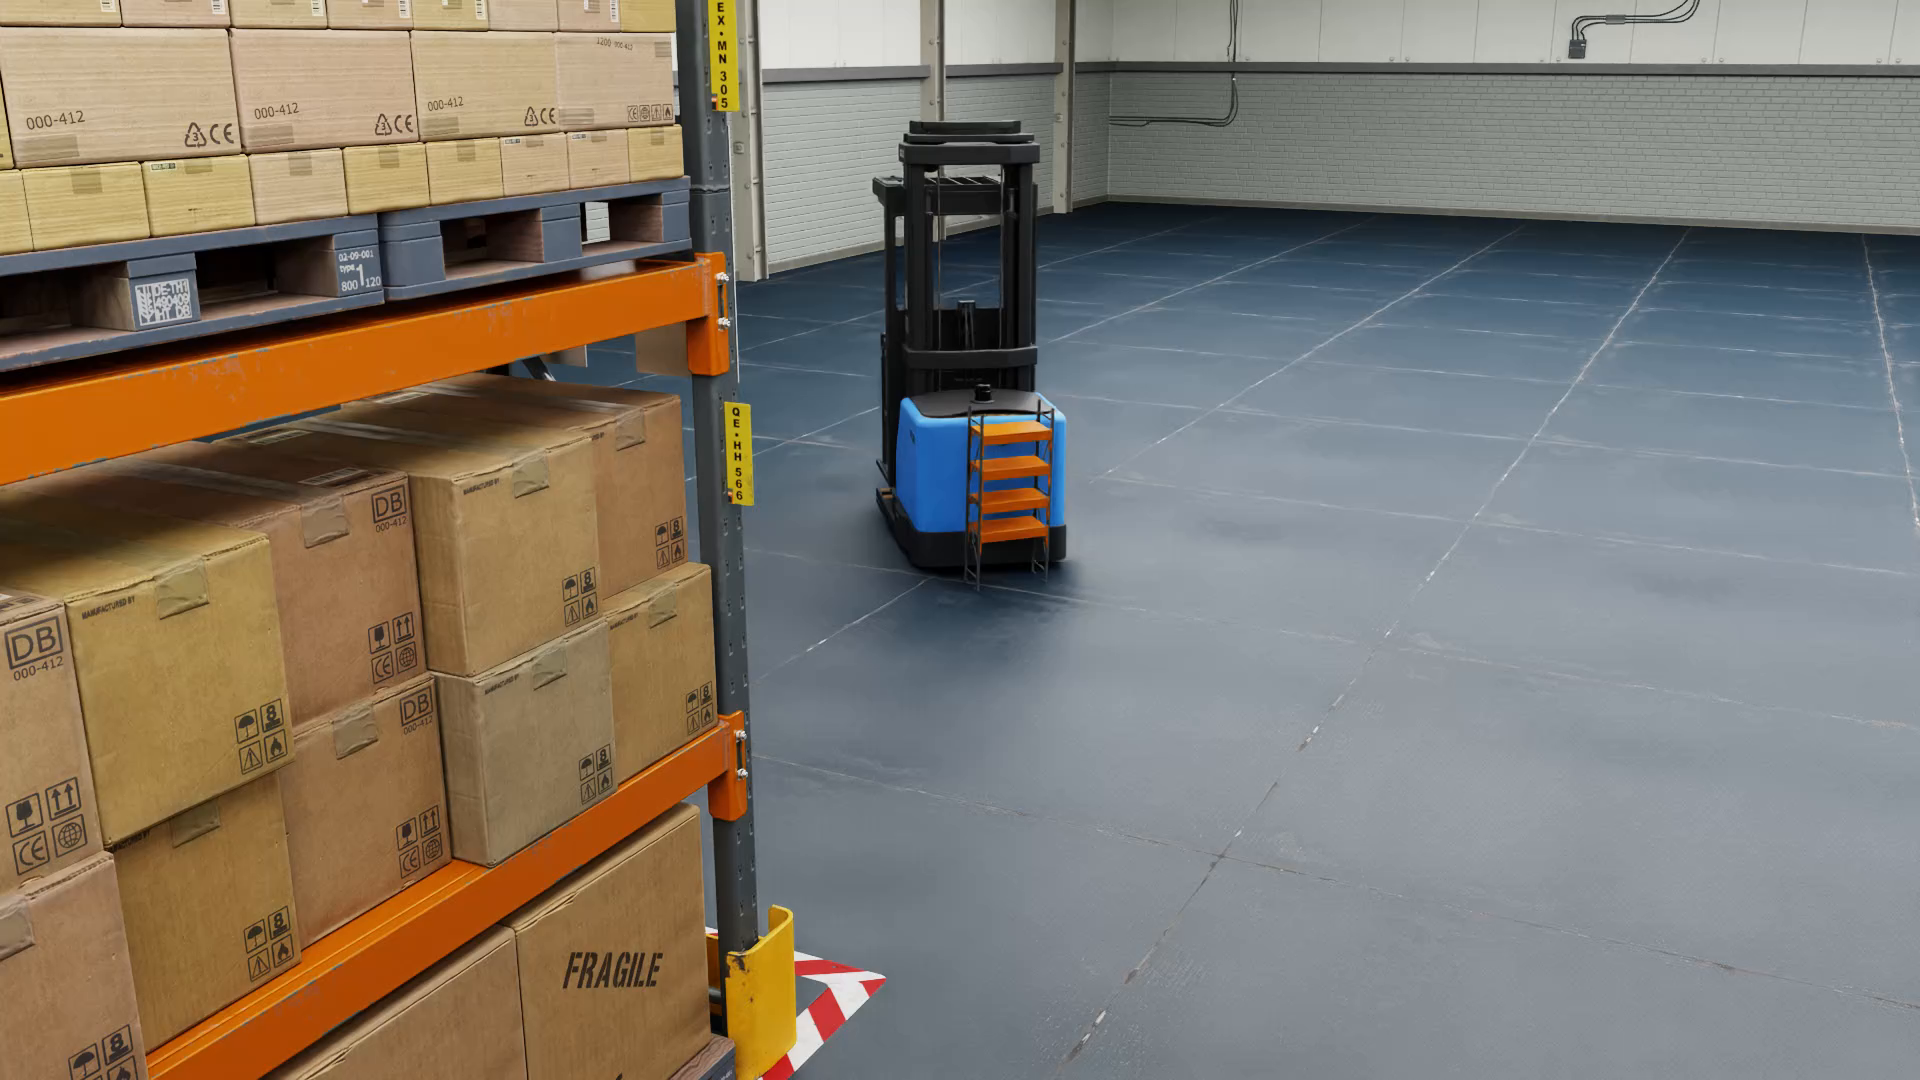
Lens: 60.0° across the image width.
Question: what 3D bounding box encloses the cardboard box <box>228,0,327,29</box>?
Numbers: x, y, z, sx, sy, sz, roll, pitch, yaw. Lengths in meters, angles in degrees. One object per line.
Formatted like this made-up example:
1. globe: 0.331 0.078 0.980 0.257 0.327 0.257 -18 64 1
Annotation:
1. cardboard box: -1.589 -1.169 3.551 0.380 0.149 0.250 8 18 25

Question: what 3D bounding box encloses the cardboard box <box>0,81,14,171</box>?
1. cardboard box: -2.043 -0.758 2.868 0.500 0.250 0.500 8 18 25

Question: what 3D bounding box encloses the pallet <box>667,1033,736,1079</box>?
1. pallet: -1.461 1.878 5.332 1.003 0.211 1.213 8 18 25

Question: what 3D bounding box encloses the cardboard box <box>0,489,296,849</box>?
1. cardboard box: -2.030 0.256 3.734 0.875 0.550 0.500 8 18 25

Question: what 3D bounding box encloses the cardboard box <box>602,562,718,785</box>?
1. cardboard box: -1.299 0.356 5.295 0.875 0.550 0.550 8 18 25

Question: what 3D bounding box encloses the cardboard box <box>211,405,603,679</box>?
1. cardboard box: -1.538 -0.021 4.666 0.875 0.550 0.550 8 18 25

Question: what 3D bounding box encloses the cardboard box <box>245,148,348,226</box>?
1. cardboard box: -1.588 -0.788 3.669 0.380 0.149 0.250 8 18 26

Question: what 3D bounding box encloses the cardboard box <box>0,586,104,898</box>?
1. cardboard box: -2.260 0.392 3.276 0.875 0.550 0.550 8 18 25

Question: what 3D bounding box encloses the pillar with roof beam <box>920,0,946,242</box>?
1. pillar with roof beam: 3.368 -9.286 27.484 9.100 9.000 0.400 8 18 25

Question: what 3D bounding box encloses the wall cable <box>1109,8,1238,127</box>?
1. wall cable: 4.697 -10.456 36.875 3.097 2.526 0.112 8 18 25

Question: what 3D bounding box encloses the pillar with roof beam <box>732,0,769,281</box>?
1. pillar with roof beam: 0.687 -7.758 22.338 9.100 9.000 0.400 8 18 25

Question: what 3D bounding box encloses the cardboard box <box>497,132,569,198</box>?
1. cardboard box: -1.247 -0.982 4.322 0.380 0.149 0.250 8 18 26

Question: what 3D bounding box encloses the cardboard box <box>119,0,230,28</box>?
1. cardboard box: -1.703 -1.104 3.333 0.380 0.149 0.250 8 18 26

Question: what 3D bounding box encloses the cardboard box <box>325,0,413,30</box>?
1. cardboard box: -1.475 -1.234 3.772 0.380 0.149 0.250 8 18 26

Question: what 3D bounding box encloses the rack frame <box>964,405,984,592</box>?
1. rack frame: 0.089 -0.266 10.789 0.015 1.200 0.240 -6 21 -20

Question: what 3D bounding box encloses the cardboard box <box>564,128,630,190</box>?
1. cardboard box: -1.133 -1.048 4.543 0.380 0.149 0.250 8 18 26

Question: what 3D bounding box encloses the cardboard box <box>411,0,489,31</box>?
1. cardboard box: -1.363 -1.298 3.985 0.380 0.149 0.250 8 19 26

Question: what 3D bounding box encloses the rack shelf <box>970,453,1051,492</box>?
1. rack shelf: 0.320 -0.439 10.820 0.480 0.148 0.258 -6 21 -20

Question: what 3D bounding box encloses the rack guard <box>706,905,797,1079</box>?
1. rack guard: -1.163 1.519 6.031 1.175 0.500 0.348 8 18 25

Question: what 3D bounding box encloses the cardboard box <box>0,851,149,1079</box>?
1. cardboard box: -2.235 0.913 3.418 0.875 0.550 0.550 8 18 25

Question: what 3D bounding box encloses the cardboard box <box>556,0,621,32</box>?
1. cardboard box: -1.134 -1.429 4.428 0.380 0.149 0.250 8 18 26

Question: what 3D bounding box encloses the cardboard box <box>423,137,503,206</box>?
1. cardboard box: -1.360 -0.918 4.106 0.380 0.149 0.250 8 18 26

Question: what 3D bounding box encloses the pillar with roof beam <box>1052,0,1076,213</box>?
1. pillar with roof beam: 6.049 -10.814 32.629 9.100 9.000 0.400 8 18 25

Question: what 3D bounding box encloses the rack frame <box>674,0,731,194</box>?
1. rack frame: -1.174 -2.549 4.800 1.000 3.000 0.127 8 18 25

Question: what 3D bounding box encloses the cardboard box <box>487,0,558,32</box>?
1. cardboard box: -1.248 -1.364 4.208 0.380 0.149 0.250 8 19 26

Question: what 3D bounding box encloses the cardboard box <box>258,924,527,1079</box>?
1. cardboard box: -1.809 1.550 4.532 0.875 0.875 0.875 8 18 25

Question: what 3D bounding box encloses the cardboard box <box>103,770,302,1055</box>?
1. cardboard box: -2.088 0.765 3.916 0.875 0.550 0.500 8 18 25

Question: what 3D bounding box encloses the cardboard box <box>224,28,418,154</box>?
1. cardboard box: -1.592 -1.015 3.734 0.500 0.250 0.500 8 18 25

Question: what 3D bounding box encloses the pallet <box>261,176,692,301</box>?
1. pallet: -1.496 -0.878 4.599 1.003 0.211 1.213 8 18 25

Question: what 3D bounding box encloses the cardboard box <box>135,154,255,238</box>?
1. cardboard box: -1.701 -0.723 3.451 0.380 0.149 0.250 8 18 26

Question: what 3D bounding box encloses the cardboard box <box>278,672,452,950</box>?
1. cardboard box: -1.888 0.625 4.388 0.875 0.550 0.550 8 18 25

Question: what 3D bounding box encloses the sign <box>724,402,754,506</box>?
1. sign: -0.695 -0.269 5.211 0.100 0.325 0.005 8 18 25

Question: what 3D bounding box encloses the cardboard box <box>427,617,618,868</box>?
1. cardboard box: -1.526 0.498 4.814 0.875 0.550 0.550 8 18 25

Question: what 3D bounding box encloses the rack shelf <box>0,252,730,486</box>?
1. rack shelf: -2.068 -0.256 3.615 1.077 0.370 4.000 8 18 25

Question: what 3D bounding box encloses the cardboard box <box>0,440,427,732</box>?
1. cardboard box: -1.910 0.104 4.244 0.875 0.550 0.550 8 18 25

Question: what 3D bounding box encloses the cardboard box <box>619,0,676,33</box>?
1. cardboard box: -1.021 -1.493 4.641 0.380 0.149 0.250 8 18 26

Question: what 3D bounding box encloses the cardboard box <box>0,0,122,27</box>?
1. cardboard box: -1.815 -1.040 3.116 0.380 0.149 0.250 8 18 25

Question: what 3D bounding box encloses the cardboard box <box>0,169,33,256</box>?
1. cardboard box: -1.927 -0.595 3.018 0.380 0.149 0.250 8 18 25

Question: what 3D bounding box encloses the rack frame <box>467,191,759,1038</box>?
1. rack frame: -1.174 0.327 5.654 1.000 3.000 0.127 8 18 25

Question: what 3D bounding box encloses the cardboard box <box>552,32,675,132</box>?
1. cardboard box: -1.143 -1.270 4.593 0.500 0.250 0.500 8 18 26

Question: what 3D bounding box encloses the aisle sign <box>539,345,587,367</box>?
1. aisle sign: -1.411 -0.975 5.474 0.394 0.787 0.004 8 18 25

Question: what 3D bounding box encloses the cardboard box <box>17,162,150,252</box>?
1. cardboard box: -1.815 -0.658 3.230 0.380 0.149 0.250 8 18 26

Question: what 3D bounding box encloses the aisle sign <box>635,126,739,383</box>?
1. aisle sign: -0.874 -0.899 5.217 0.394 0.787 0.004 8 18 25

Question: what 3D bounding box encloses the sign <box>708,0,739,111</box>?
1. sign: -0.695 -1.425 4.868 0.100 0.325 0.005 8 18 25

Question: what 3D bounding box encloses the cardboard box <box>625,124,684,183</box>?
1. cardboard box: -1.019 -1.112 4.759 0.380 0.149 0.250 8 18 25

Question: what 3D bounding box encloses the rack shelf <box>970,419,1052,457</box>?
1. rack shelf: 0.325 -0.662 10.741 0.480 0.148 0.258 -6 21 -20

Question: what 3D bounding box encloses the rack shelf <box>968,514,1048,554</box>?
1. rack shelf: 0.311 -0.041 10.962 0.480 0.148 0.258 -6 21 -20

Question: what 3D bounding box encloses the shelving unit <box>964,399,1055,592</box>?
1. shelving unit: 0.317 -0.291 10.873 0.503 1.200 0.258 -6 21 -20

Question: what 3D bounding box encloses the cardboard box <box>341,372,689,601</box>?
1. cardboard box: -1.375 -0.173 5.178 0.875 0.550 0.550 8 18 25

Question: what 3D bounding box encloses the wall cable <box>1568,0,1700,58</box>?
1. wall cable: 13.183 -12.363 31.869 2.305 6.003 0.169 8 18 25

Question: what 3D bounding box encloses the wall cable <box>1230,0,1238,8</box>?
1. wall cable: 7.118 -12.532 34.998 3.097 2.526 0.112 8 18 25

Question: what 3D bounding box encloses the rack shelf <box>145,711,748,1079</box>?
1. rack shelf: -2.068 1.182 4.042 1.077 0.370 4.000 8 18 25

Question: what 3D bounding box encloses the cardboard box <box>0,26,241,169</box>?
1. cardboard box: -1.818 -0.887 3.302 0.500 0.250 0.500 8 18 26

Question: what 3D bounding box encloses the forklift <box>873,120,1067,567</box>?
1. forklift: -0.037 -1.598 12.256 1.130 2.935 3.031 -3 17 -10

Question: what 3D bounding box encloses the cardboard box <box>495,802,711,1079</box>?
1. cardboard box: -1.418 1.326 5.287 0.875 0.875 0.875 8 18 26

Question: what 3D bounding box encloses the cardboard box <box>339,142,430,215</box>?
1. cardboard box: -1.474 -0.852 3.886 0.380 0.149 0.250 8 18 25

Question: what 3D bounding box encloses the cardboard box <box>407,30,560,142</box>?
1. cardboard box: -1.367 -1.143 4.164 0.500 0.250 0.500 8 18 25

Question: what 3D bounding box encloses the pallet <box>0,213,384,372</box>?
1. pallet: -2.040 -0.566 3.549 1.003 0.211 1.213 8 18 25

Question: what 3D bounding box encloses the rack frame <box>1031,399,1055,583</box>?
1. rack frame: 0.544 -0.317 10.957 0.015 1.200 0.240 -6 21 -20

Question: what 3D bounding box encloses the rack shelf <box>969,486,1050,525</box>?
1. rack shelf: 0.315 -0.228 10.896 0.480 0.148 0.258 -6 21 -20
